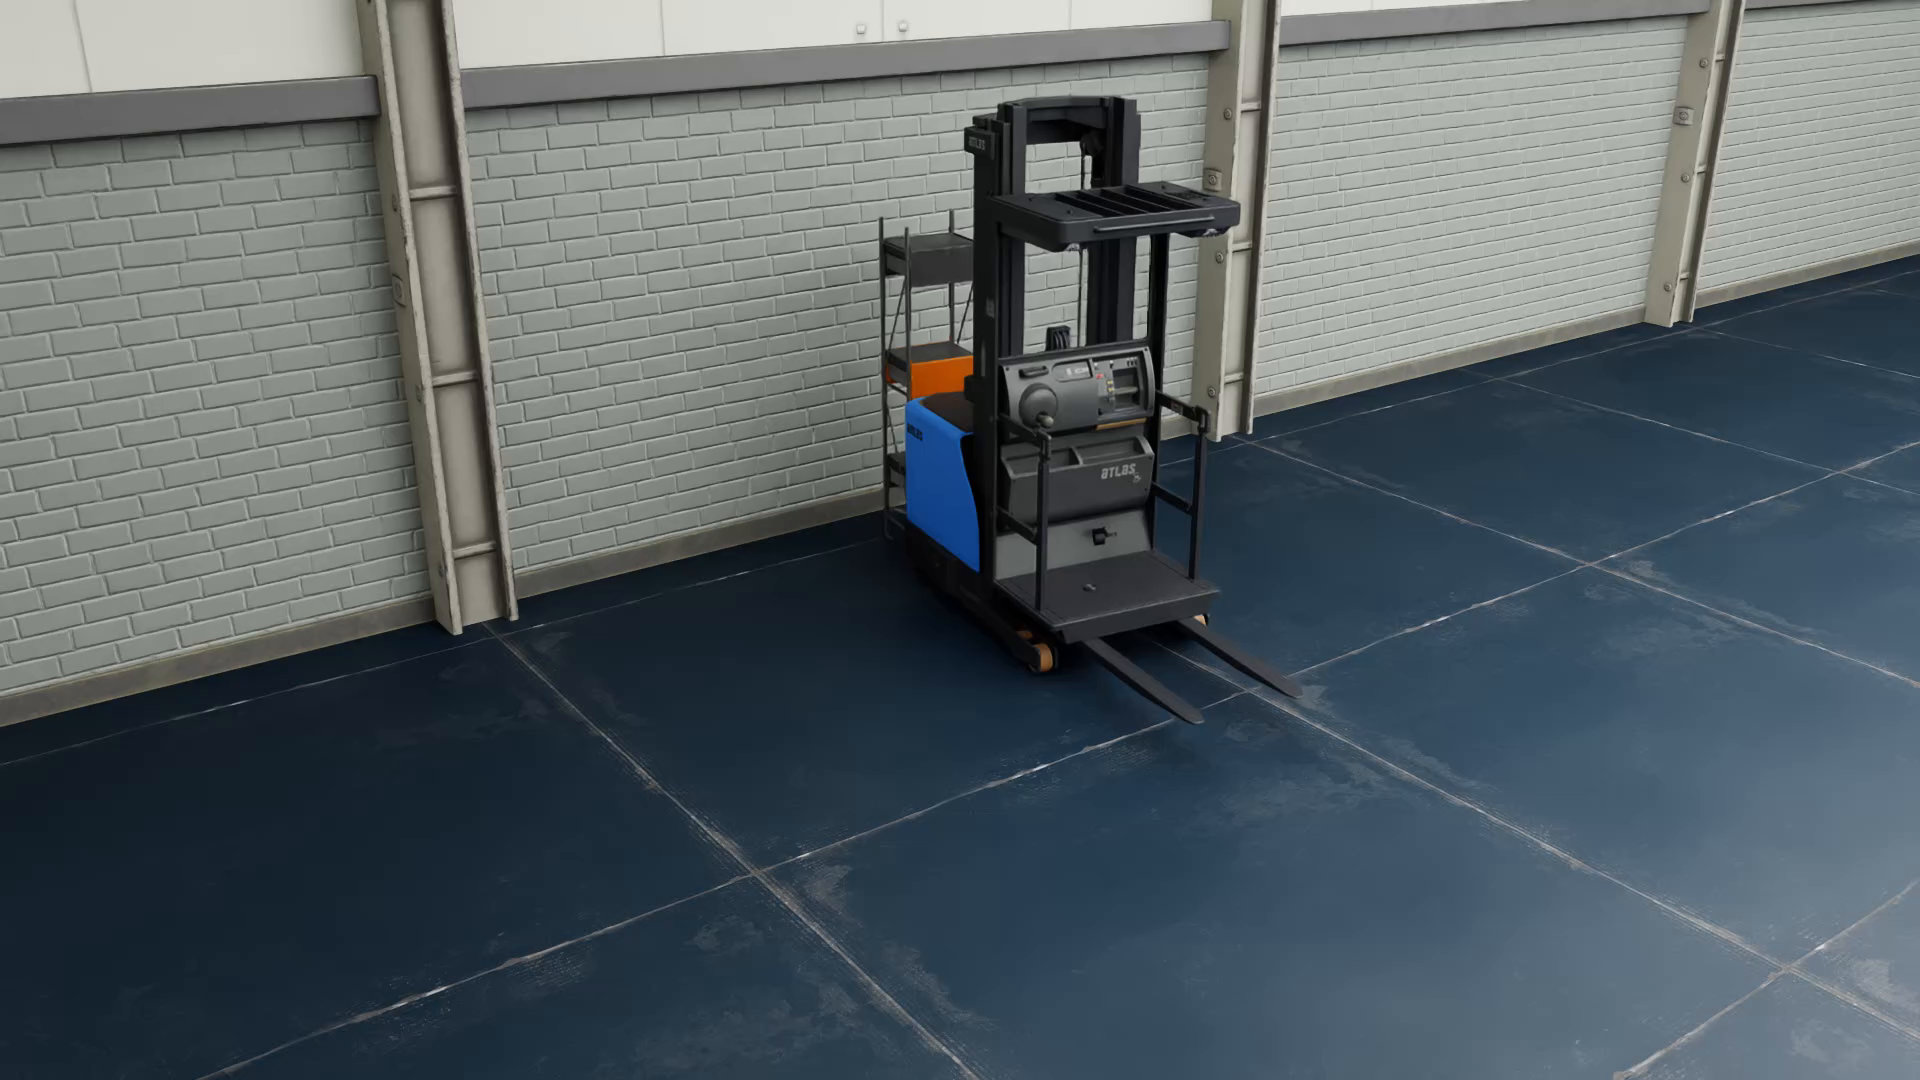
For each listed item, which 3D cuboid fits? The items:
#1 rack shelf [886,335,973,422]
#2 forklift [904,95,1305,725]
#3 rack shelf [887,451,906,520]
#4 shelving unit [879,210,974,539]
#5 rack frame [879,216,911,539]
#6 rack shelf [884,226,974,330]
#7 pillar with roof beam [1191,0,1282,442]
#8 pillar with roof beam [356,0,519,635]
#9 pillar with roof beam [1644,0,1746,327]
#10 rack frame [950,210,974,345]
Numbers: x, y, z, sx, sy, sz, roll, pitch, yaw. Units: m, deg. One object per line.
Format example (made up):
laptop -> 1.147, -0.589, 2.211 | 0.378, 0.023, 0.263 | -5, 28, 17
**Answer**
rack shelf -> -0.183, -0.973, 10.539 | 0.480, 0.518, 0.431 | -11, 24, -25
forklift -> 0.759, -0.819, 8.995 | 1.130, 2.935, 3.031 | -10, 24, -25
rack shelf -> -0.183, -0.323, 10.798 | 0.480, 0.518, 0.431 | -11, 24, -25
shelving unit -> -0.183, -0.986, 10.534 | 0.503, 2.100, 0.431 | -11, 24, -25
rack frame -> -0.400, -0.944, 10.429 | 0.015, 2.100, 0.400 | -11, 24, -25
rack shelf -> -0.183, -1.623, 10.279 | 0.480, 0.518, 0.431 | -11, 24, -25
pillar with roof beam -> 4.552, -3.725, 8.090 | 0.400, 9.000, 9.100 | -15, 26, -33
pillar with roof beam -> -0.318, -2.426, 4.835 | 0.400, 9.000, 9.100 | -15, 26, -33
pillar with roof beam -> 9.423, -5.024, 11.345 | 0.400, 9.000, 9.100 | -15, 26, -33
rack frame -> 0.034, -1.027, 10.638 | 0.015, 2.100, 0.400 | -11, 24, -25
